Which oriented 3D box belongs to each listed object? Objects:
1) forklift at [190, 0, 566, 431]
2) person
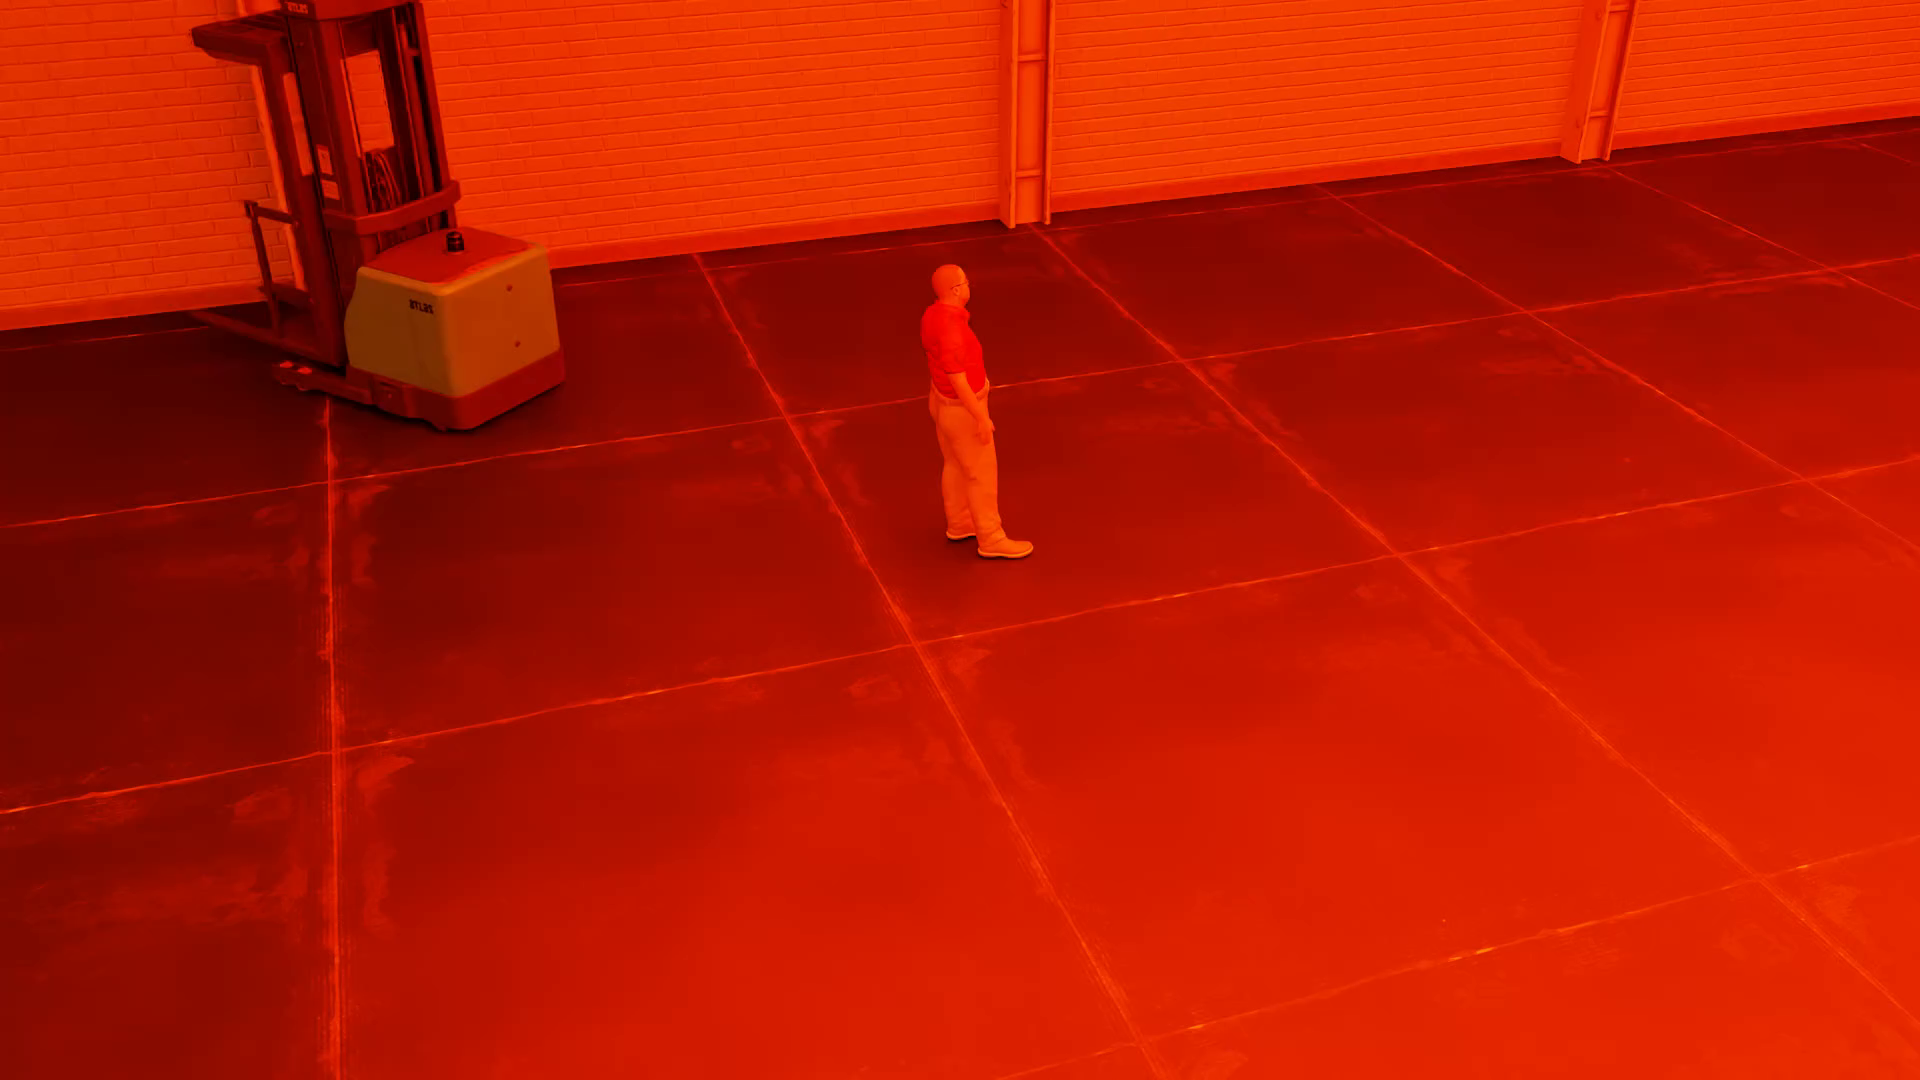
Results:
[{"bbox_3d":[-4.343,-2.539,11.500,3.031,2.935,1.130,17,34,26],"label":"forklift"},{"bbox_3d":[0.089,-0.764,9.606,0.551,1.727,0.640,-10,31,-16],"label":"person"}]
